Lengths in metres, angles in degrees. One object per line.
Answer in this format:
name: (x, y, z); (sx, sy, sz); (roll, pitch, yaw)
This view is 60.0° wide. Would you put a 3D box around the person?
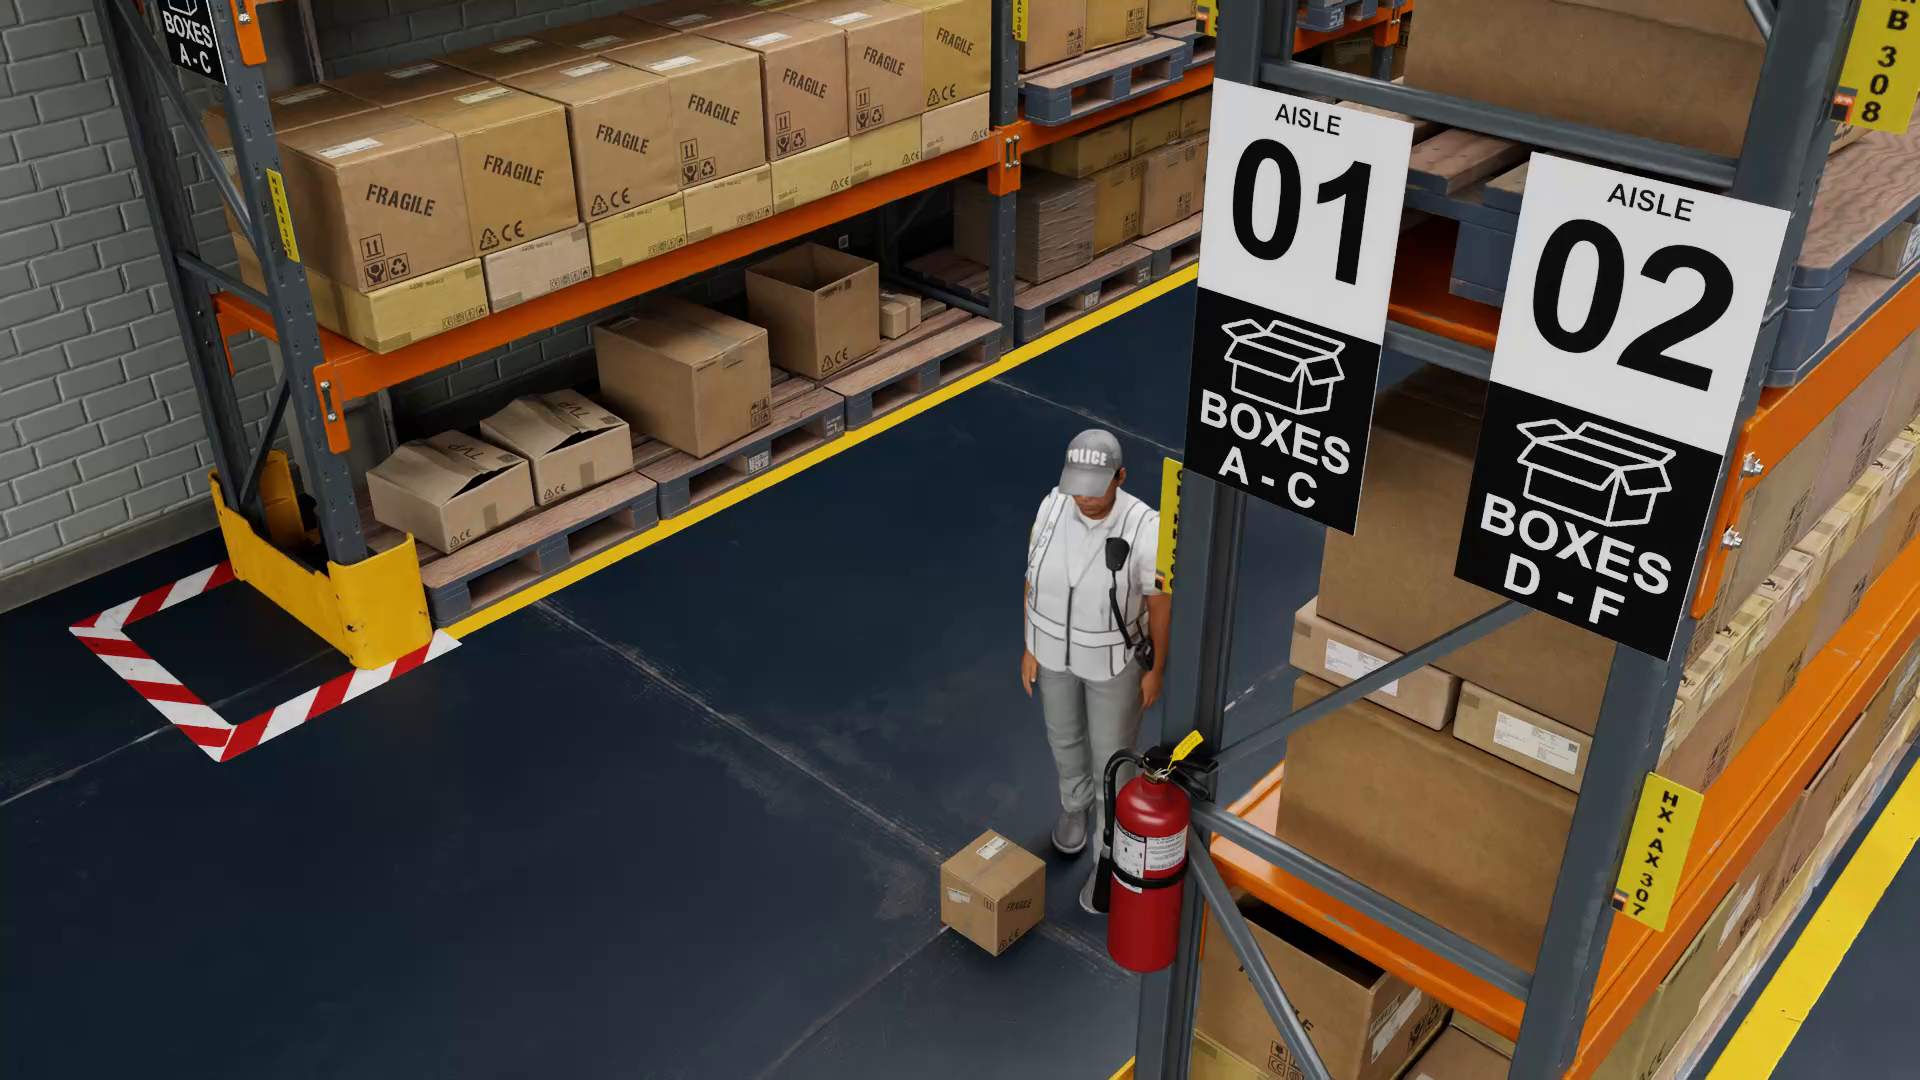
person: (0.424, 0.406, 5.470); (0.495, 1.683, 0.503); (15, 34, 23)
